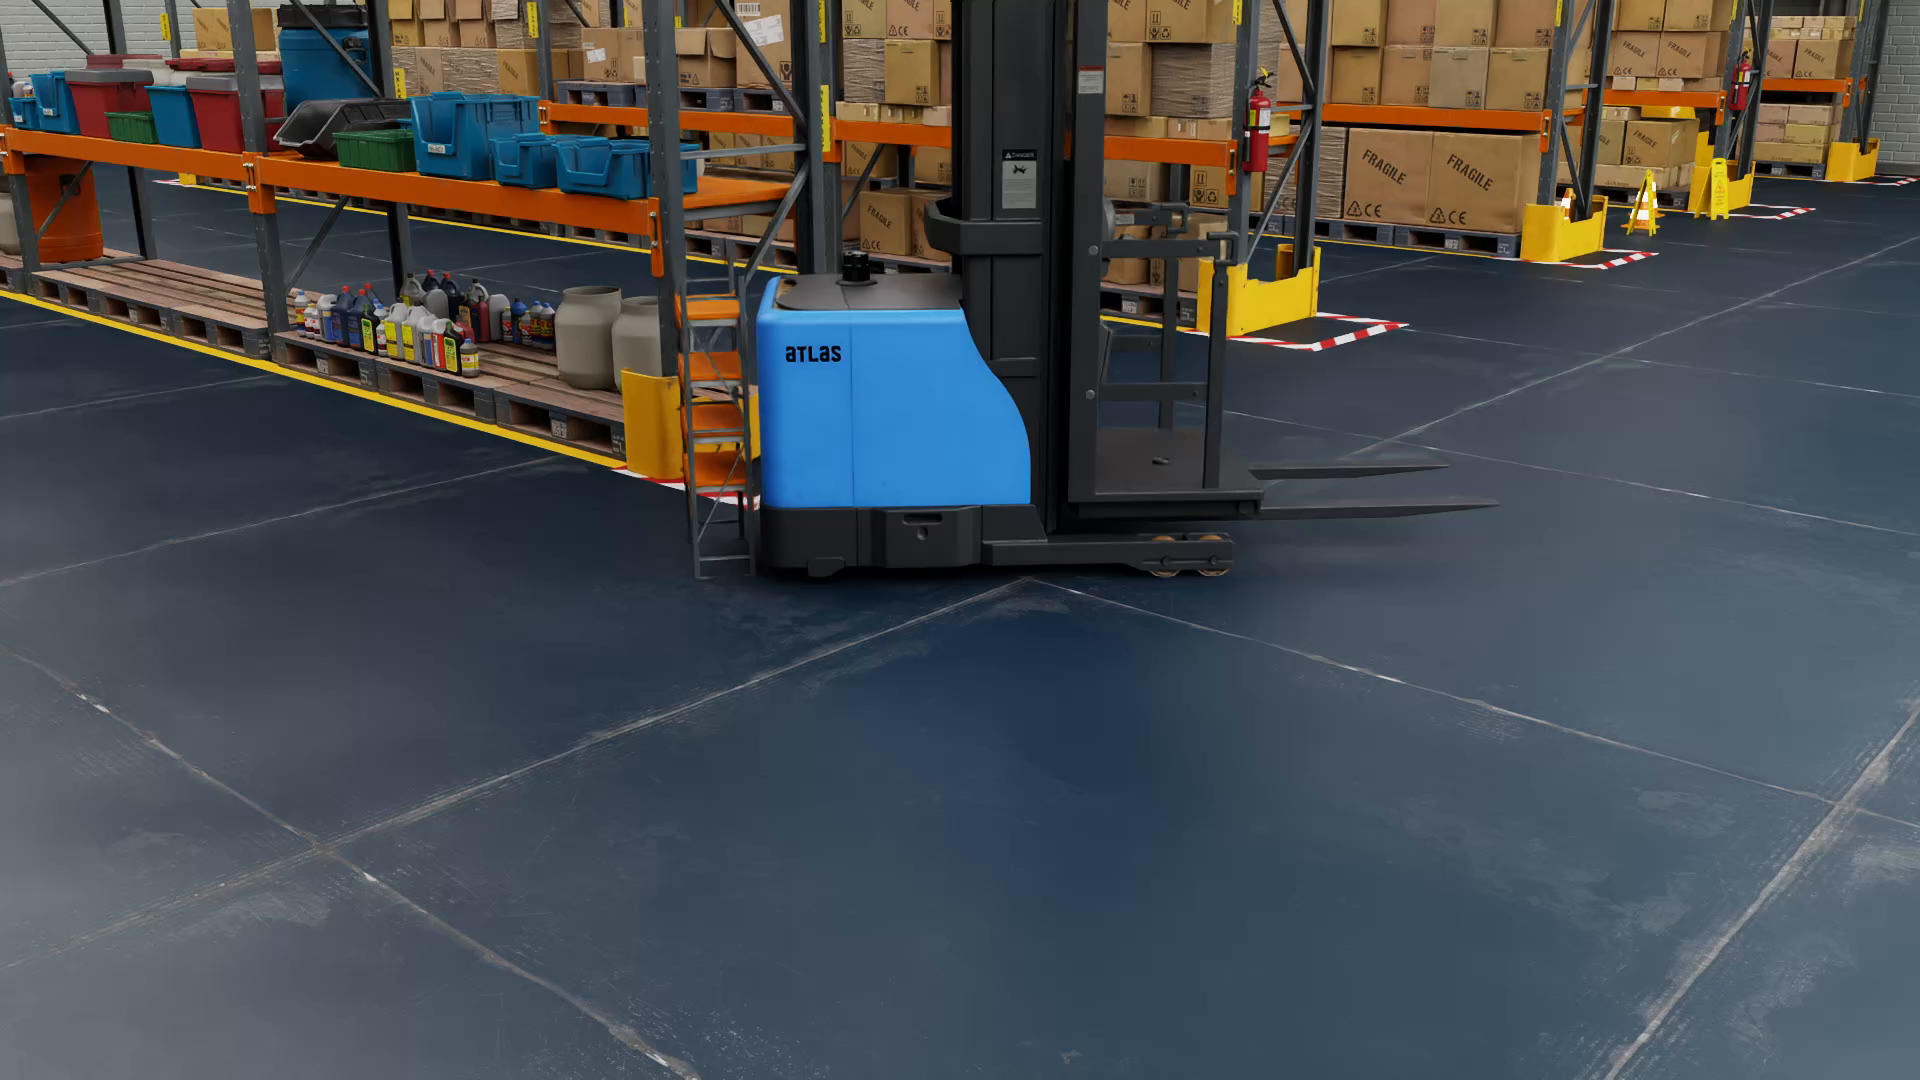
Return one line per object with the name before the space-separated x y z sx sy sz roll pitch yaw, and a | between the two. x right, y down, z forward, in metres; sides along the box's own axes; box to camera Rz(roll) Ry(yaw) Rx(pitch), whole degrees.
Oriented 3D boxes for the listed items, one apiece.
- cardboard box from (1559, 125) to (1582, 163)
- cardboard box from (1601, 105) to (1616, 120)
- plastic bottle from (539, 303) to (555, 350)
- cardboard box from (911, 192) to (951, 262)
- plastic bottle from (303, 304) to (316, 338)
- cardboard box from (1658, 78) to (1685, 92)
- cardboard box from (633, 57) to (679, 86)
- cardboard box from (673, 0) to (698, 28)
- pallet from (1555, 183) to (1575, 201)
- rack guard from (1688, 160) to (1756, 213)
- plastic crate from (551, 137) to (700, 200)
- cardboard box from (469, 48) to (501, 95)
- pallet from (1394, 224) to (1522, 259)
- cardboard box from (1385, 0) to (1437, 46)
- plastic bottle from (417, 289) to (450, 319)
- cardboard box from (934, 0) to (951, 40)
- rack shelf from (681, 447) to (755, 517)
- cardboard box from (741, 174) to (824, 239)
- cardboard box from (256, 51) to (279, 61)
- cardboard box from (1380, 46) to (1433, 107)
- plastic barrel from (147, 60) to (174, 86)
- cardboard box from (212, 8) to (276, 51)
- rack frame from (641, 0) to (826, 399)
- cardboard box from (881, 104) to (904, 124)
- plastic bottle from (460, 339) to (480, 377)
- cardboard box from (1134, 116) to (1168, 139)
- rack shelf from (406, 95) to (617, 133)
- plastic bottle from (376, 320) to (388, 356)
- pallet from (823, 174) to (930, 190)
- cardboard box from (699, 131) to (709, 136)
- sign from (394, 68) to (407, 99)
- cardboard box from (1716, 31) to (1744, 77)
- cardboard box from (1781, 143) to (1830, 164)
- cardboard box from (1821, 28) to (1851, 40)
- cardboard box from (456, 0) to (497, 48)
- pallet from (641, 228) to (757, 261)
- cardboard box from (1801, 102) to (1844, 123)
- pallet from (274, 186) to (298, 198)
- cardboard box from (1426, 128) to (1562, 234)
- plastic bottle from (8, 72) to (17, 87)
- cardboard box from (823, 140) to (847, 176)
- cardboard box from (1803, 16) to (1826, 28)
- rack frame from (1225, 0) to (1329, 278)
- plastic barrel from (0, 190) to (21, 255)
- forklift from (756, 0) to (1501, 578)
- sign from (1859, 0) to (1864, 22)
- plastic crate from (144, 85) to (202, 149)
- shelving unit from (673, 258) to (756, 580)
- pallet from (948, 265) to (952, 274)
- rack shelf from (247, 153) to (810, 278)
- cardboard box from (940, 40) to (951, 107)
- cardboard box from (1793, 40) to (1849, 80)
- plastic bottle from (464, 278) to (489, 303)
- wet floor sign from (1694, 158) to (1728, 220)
cardboard box | 7.261 -4.792 19.863 0.500 0.500 0.500 14 23 38
cardboard box | 7.521 -5.004 19.459 0.250 0.149 0.380 16 23 40
plastic bottle | -2.473 -1.286 9.987 0.097 0.271 0.097 0 18 0
cardboard box | -0.065 -2.603 13.793 0.500 0.500 0.500 -10 20 -28
plastic bottle | -4.036 -1.369 10.364 0.097 0.201 0.097 0 18 0
cardboard box | 8.114 -5.169 18.854 0.250 0.149 0.380 15 23 39
cardboard box | -2.662 -4.340 15.382 0.500 0.250 0.500 14 22 38
cardboard box | -3.918 -7.204 22.544 0.500 0.500 0.500 14 22 37
pallet | 7.249 -4.338 20.432 1.213 0.211 1.003 15 23 39
rack guard | 8.742 -4.060 19.077 0.348 0.500 1.175 15 23 39
plastic crate | -1.640 -1.835 8.181 0.616 0.251 0.499 15 23 39
cardboard box | -4.666 -4.792 17.088 0.500 0.500 0.500 15 23 39
pallet | 4.938 -2.909 15.930 1.213 0.211 1.003 15 23 39
cardboard box | 4.535 -4.998 15.868 0.550 0.550 0.875 15 23 39
plastic bottle | -3.322 -1.447 10.487 0.135 0.276 0.152 15 23 39
cardboard box | 0.145 -4.114 12.808 0.500 0.500 0.500 15 23 39
rack shelf | -0.988 -0.240 6.764 0.258 0.148 0.480 -4 18 -12
cardboard box | -1.560 -3.043 15.147 0.500 0.500 0.700 15 23 39
cardboard box | -8.406 -5.811 20.219 0.500 0.250 0.500 14 23 38
cardboard box | 4.519 -4.478 16.014 0.550 0.550 0.875 15 23 39
plastic barrel | -5.824 -3.290 12.335 0.421 0.512 0.421 0 18 0
cardboard box | -8.801 -6.274 20.437 0.500 0.500 0.500 14 23 38
rack frame | -1.067 -1.873 8.055 0.127 3.000 1.000 15 23 39
cardboard box | -0.426 -3.469 13.499 0.250 0.149 0.380 15 23 39
plastic bottle | -2.732 -1.019 9.261 0.097 0.201 0.097 0 18 0
cardboard box | 1.463 -2.973 11.937 0.250 0.149 0.380 15 23 39
rack shelf | -5.259 -4.659 18.022 4.000 0.370 1.077 15 23 39
plastic bottle | -3.393 -1.196 9.821 0.097 0.201 0.097 0 18 0
pallet | -0.979 -4.530 21.037 1.213 0.211 1.003 15 23 39
cardboard box | -3.507 -5.746 23.294 0.250 0.149 0.380 16 24 41
sign | -3.685 -2.931 10.929 0.005 0.325 0.100 15 23 39
cardboard box | 8.628 -5.583 19.088 0.500 0.500 0.500 15 23 38
cardboard box | 11.529 -5.272 22.616 0.500 0.250 0.500 15 23 40
cardboard box | 11.645 -6.723 22.098 0.250 0.149 0.380 15 23 40
cardboard box | -4.785 -5.408 17.369 0.637 0.503 0.797 16 23 40
pallet | -2.271 -2.869 15.802 1.213 0.211 1.003 15 23 39
cardboard box | 11.857 -5.865 22.832 0.500 0.250 0.500 15 23 38
pallet | -8.188 -4.489 20.909 1.213 0.211 1.003 15 23 39
cardboard box | 5.037 -3.404 15.698 0.875 0.875 0.875 15 23 40
plastic bottle | -8.314 -3.927 14.610 0.185 0.351 0.144 15 23 39
cardboard box | -1.447 -4.889 20.995 0.500 0.500 0.500 16 24 41
cardboard box | 11.477 -6.925 22.244 0.250 0.149 0.380 15 23 39
rack frame | 2.220 -2.994 11.586 0.127 3.000 1.000 15 23 39
plastic barrel | -7.910 -2.681 14.020 0.421 0.512 0.421 0 18 0
forklift | 0.695 -1.404 6.690 3.031 2.935 1.130 -1 18 -3
sign | 11.720 -6.904 21.603 0.005 0.325 0.100 15 23 39
plastic crate | -5.090 -2.820 11.064 0.575 0.384 0.392 15 23 39
shelving unit | -0.988 -0.494 6.684 0.258 1.200 0.503 -4 18 -12
pallet | 0.671 -2.096 13.367 1.213 0.211 1.003 15 23 39
rack shelf | -2.563 -1.932 9.429 4.000 0.370 1.077 15 23 39
cardboard box | 0.316 -3.696 13.142 0.500 0.500 0.875 15 23 39
cardboard box | 11.548 -6.447 22.301 0.500 0.500 0.500 14 23 38
plastic bottle | -3.001 -1.456 10.392 0.185 0.351 0.144 15 23 39
wet floor sign | 8.230 -3.833 18.124 0.267 0.644 0.232 -9 20 -27
